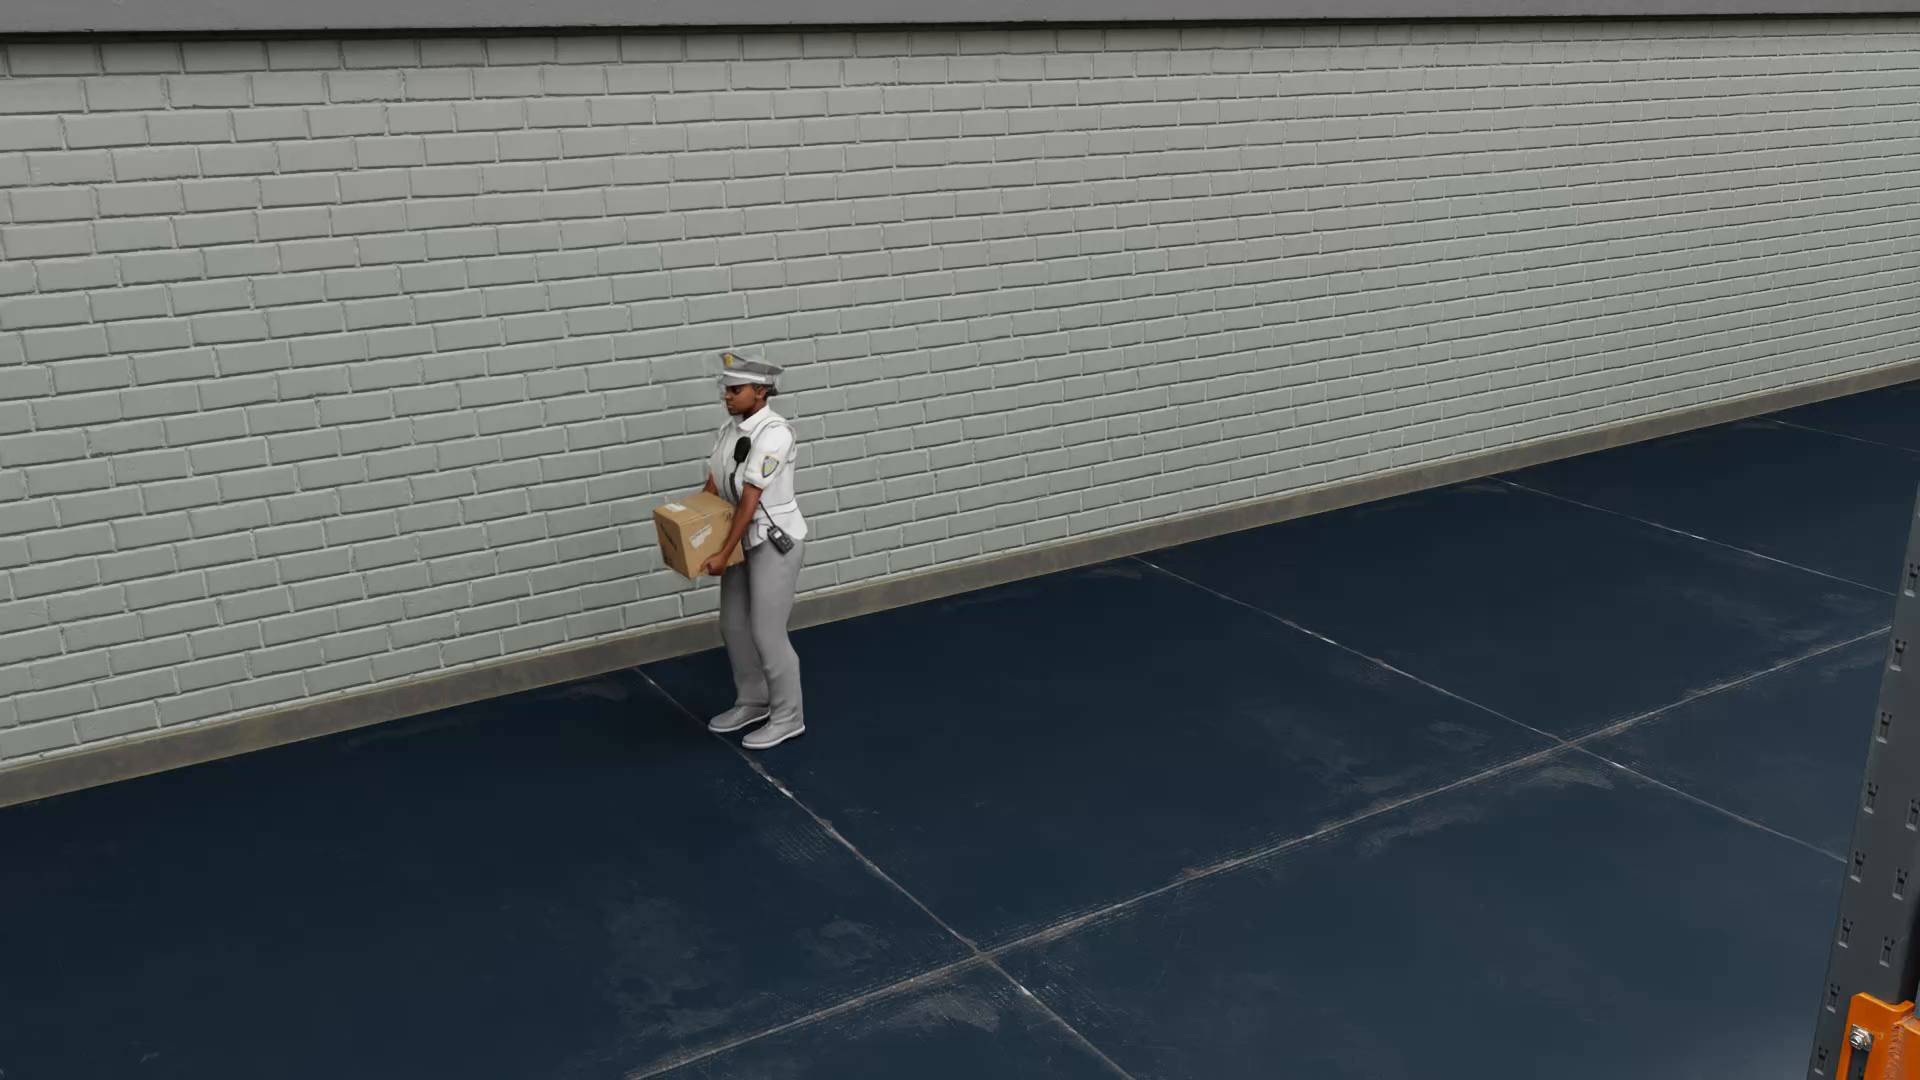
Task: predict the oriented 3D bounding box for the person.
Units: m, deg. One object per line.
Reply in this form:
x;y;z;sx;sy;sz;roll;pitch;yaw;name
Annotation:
-0.901;0.041;6.913;0.530;1.683;0.416;-12;22;-32;person
